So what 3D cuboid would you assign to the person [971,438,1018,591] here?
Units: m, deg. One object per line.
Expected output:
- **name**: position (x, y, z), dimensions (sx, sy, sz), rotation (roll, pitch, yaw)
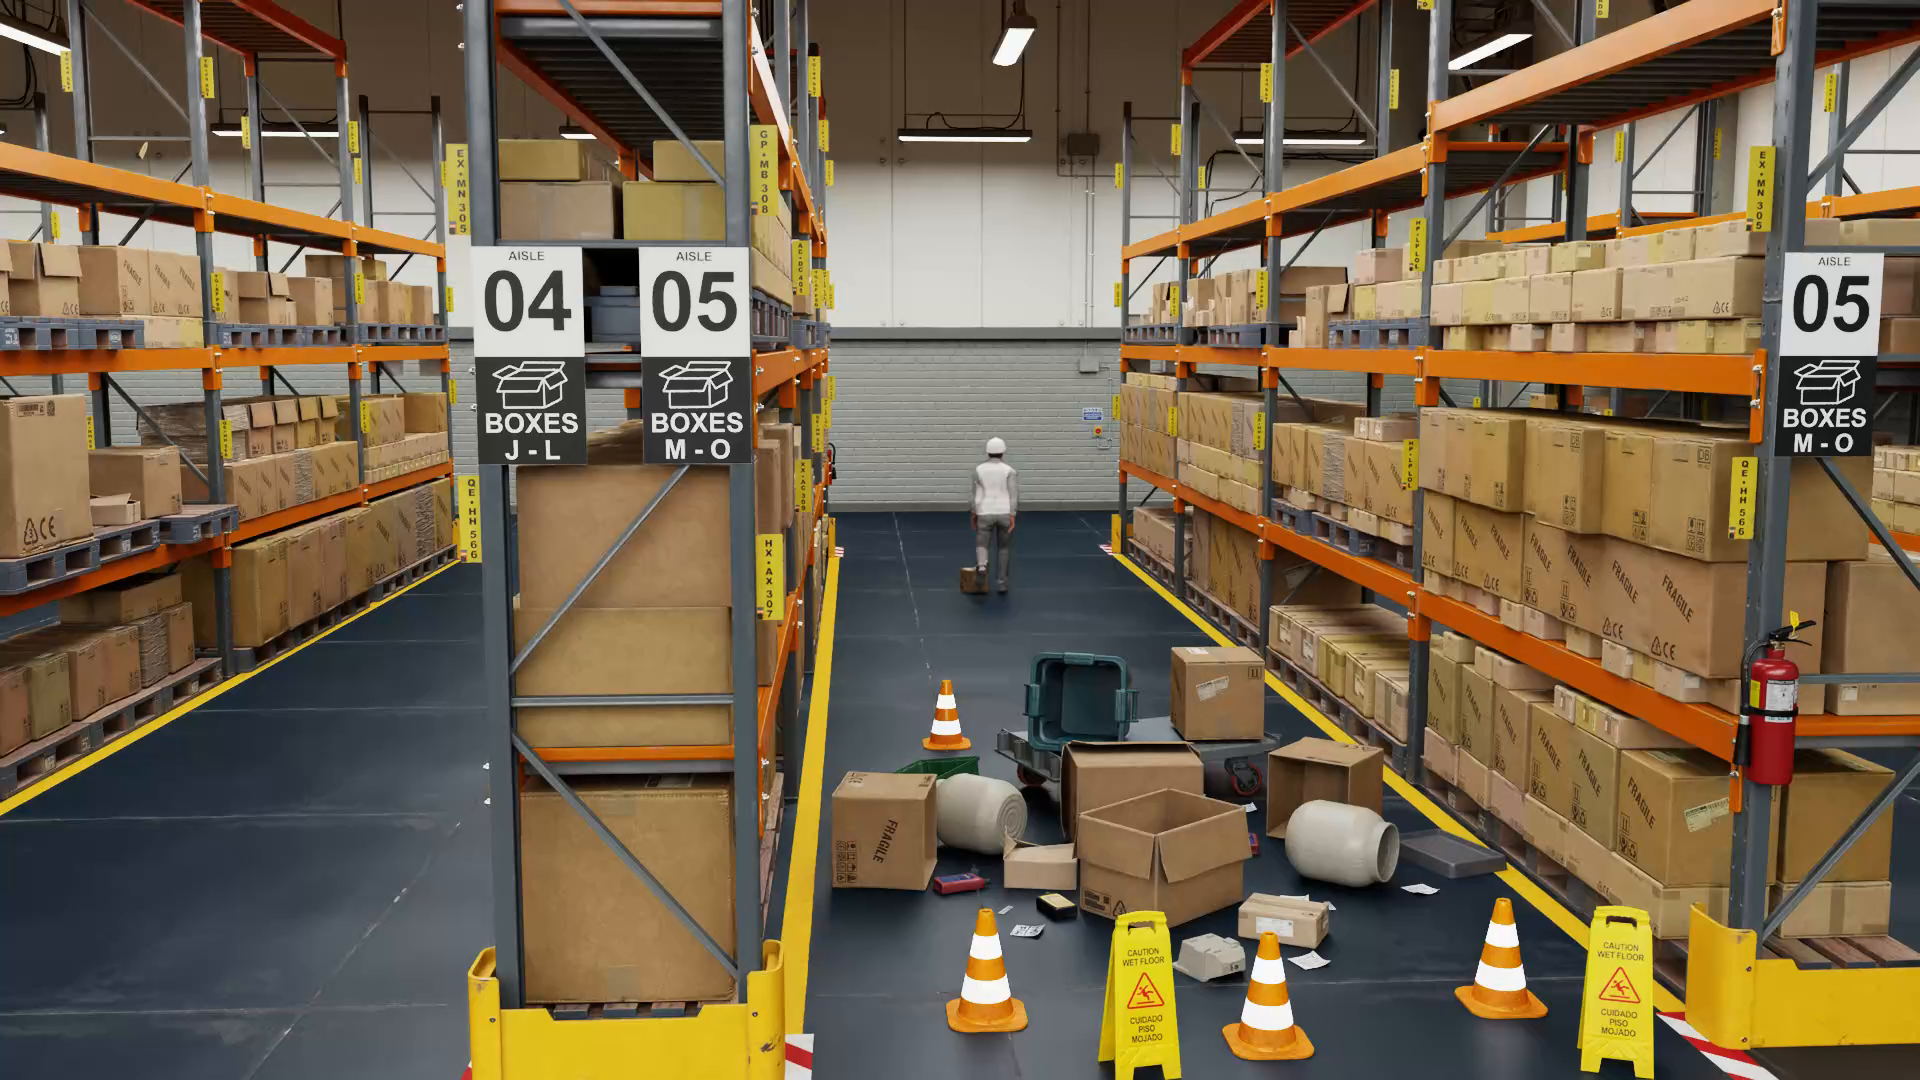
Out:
- **person**: position (0.385, -0.275, 18.855), dimensions (0.540, 1.752, 0.764), rotation (1, 7, 5)
